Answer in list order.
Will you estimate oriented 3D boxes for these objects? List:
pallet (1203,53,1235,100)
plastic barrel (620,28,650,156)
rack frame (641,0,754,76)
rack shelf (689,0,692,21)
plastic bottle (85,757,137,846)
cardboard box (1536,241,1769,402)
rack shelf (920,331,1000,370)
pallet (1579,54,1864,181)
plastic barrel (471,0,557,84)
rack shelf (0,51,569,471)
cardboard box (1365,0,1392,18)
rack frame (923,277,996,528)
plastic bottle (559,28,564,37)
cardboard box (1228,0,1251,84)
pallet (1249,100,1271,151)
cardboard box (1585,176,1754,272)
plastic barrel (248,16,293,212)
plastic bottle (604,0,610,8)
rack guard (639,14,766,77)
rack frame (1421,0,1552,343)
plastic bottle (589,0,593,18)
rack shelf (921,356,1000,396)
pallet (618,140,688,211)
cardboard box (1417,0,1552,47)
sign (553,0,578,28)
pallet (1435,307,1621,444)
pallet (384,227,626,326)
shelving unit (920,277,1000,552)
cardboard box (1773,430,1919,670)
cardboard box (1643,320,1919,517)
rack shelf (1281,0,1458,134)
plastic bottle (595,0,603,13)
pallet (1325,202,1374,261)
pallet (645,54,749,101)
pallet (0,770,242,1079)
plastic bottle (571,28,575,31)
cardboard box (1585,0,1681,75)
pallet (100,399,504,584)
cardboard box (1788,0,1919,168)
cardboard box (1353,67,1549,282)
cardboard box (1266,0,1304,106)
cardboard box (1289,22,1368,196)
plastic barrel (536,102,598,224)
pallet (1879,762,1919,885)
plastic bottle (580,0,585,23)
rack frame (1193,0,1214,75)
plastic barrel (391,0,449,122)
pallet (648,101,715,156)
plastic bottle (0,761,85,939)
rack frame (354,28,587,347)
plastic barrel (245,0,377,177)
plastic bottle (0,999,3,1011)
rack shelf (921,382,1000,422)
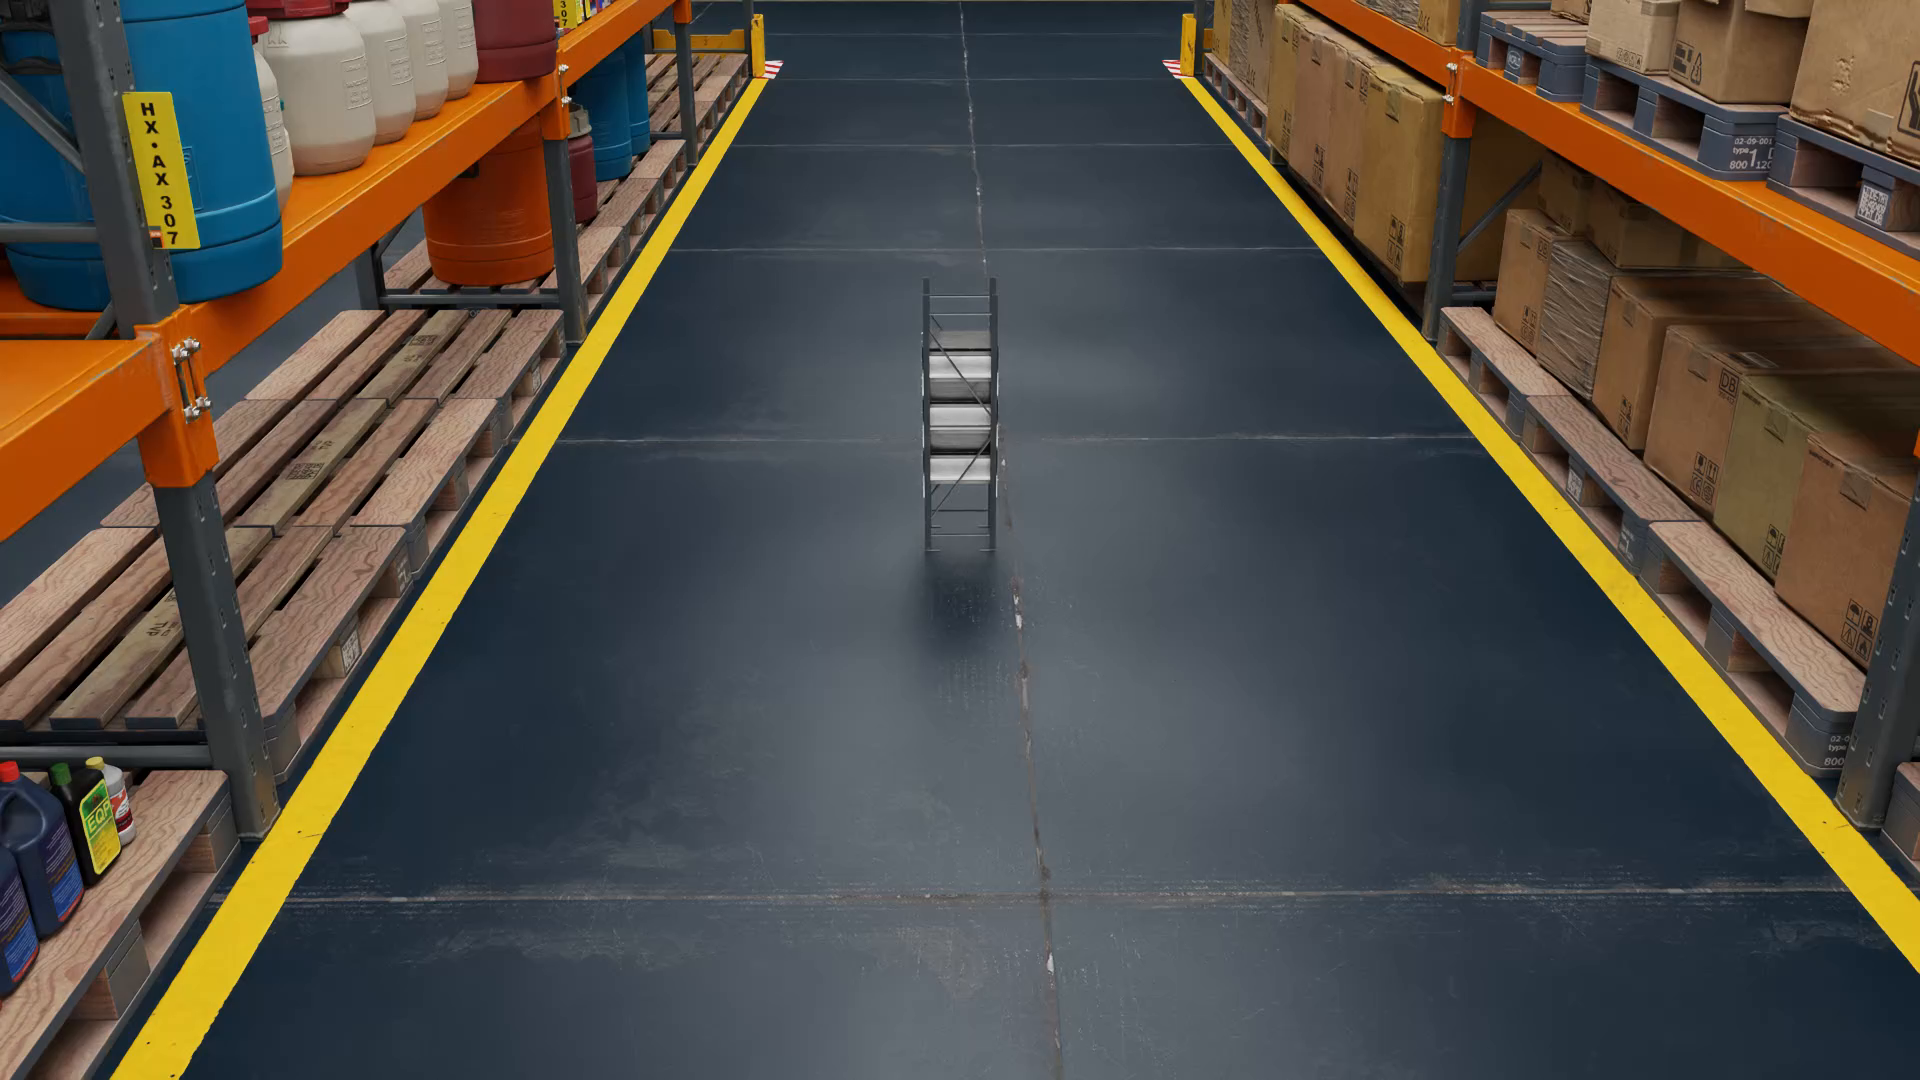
[{"bbox_3d":[2.690,-4.013,14.367,1.003,0.211,1.213,0,24,-1],"label":"pallet"},{"bbox_3d":[-2.317,-2.953,10.676,0.600,0.901,0.708,0,24,-1],"label":"plastic barrel"},{"bbox_3d":[-2.350,-5.590,14.471,1.000,3.000,0.127,0,24,-1],"label":"rack frame"},{"bbox_3d":[-2.328,-4.438,12.797,1.077,0.370,4.000,0,24,-1],"label":"rack shelf"},{"bbox_3d":[-1.903,0.577,3.696,0.097,0.201,0.097,0,24,0],"label":"plastic bottle"},{"bbox_3d":[2.736,-0.873,6.540,0.700,0.500,0.500,-2,24,-5],"label":"cardboard box"},{"bbox_3d":[0.000,-0.629,5.474,0.258,0.077,0.200,0,24,-1],"label":"rack shelf"},{"bbox_3d":[2.753,-1.413,5.467,1.003,0.211,1.213,0,24,-1],"label":"pallet"},{"bbox_3d":[-1.955,-2.166,6.734,0.600,0.536,0.708,0,24,-1],"label":"plastic barrel"},{"bbox_3d":[-2.241,-1.142,5.508,1.077,0.370,4.000,0,24,-1],"label":"rack shelf"},{"bbox_3d":[2.429,-2.983,8.585,0.500,0.500,0.500,-1,24,-2],"label":"cardboard box"},{"bbox_3d":[-0.001,-0.455,5.665,0.240,0.900,0.006,0,24,-1],"label":"rack frame"},{"bbox_3d":[-1.919,-2.471,7.815,0.097,0.201,0.097,0,24,0],"label":"plastic bottle"},{"bbox_3d":[2.700,-4.198,13.460,0.875,0.875,0.875,0,24,-1],"label":"cardboard box"},{"bbox_3d":[2.716,-3.008,12.144,1.003,0.211,1.213,0,24,-1],"label":"pallet"},{"bbox_3d":[2.743,-1.225,6.408,0.500,0.250,0.500,2,24,5],"label":"cardboard box"},{"bbox_3d":[-2.010,-1.103,4.383,0.433,0.535,0.433,0,24,0],"label":"plastic barrel"},{"bbox_3d":[-1.959,-2.989,8.868,0.152,0.276,0.135,0,24,-1],"label":"plastic bottle"},{"bbox_3d":[-2.363,-4.461,15.007,1.175,0.500,0.348,0,24,-1],"label":"rack guard"},{"bbox_3d":[2.690,-2.316,7.231,1.000,3.000,0.127,0,24,-1],"label":"rack frame"},{"bbox_3d":[-1.927,-2.804,8.465,0.097,0.271,0.097,0,24,0],"label":"plastic bottle"},{"bbox_3d":[0.000,-0.547,5.512,0.258,0.077,0.200,0,24,-1],"label":"rack shelf"},{"bbox_3d":[-2.339,-2.353,10.697,1.003,0.211,1.213,0,24,-1],"label":"pallet"},{"bbox_3d":[2.437,-2.564,7.658,0.500,0.500,0.500,0,24,1],"label":"cardboard box"},{"bbox_3d":[-1.712,-2.374,7.160,0.100,0.325,0.005,0,24,-1],"label":"sign"},{"bbox_3d":[2.697,-0.724,7.094,1.003,0.211,1.213,0,24,-1],"label":"pallet"},{"bbox_3d":[-2.313,-1.348,8.474,1.003,0.211,1.213,0,24,-1],"label":"pallet"},{"bbox_3d":[0.000,-0.413,5.572,0.258,0.900,0.210,0,24,-1],"label":"shelving unit"},{"bbox_3d":[2.749,0.018,4.571,0.700,0.500,0.500,-2,24,-5],"label":"cardboard box"},{"bbox_3d":[2.756,-0.410,5.515,0.700,0.500,0.500,-2,24,-5],"label":"cardboard box"},{"bbox_3d":[2.668,-2.812,9.201,1.077,0.370,4.000,0,24,-1],"label":"rack shelf"},{"bbox_3d":[-1.911,-2.897,8.657,0.061,0.283,0.133,0,24,-1],"label":"plastic bottle"},{"bbox_3d":[2.747,-1.872,9.633,1.003,0.211,1.213,0,24,-1],"label":"pallet"},{"bbox_3d":[-2.380,-3.980,14.293,1.003,0.211,1.213,0,24,-1],"label":"pallet"},{"bbox_3d":[-2.253,0.902,3.500,1.003,0.211,1.213,0,24,-1],"label":"pallet"},{"bbox_3d":[-1.949,-2.608,8.026,0.152,0.276,0.135,0,24,-1],"label":"plastic bottle"},{"bbox_3d":[2.478,-1.747,5.646,0.500,0.250,0.500,-1,24,-2],"label":"cardboard box"},{"bbox_3d":[-2.282,-0.202,5.941,1.003,0.211,1.213,0,24,-1],"label":"pallet"},{"bbox_3d":[2.865,-1.461,4.102,1.000,1.000,1.000,0,24,0],"label":"cardboard box"},{"bbox_3d":[2.703,-1.824,8.211,1.225,0.875,0.875,-1,24,-3],"label":"cardboard box"},{"bbox_3d":[2.719,-3.460,11.829,0.875,0.875,0.875,0,24,-1],"label":"cardboard box"},{"bbox_3d":[2.684,-2.556,9.830,1.225,0.875,0.875,-1,24,-2],"label":"cardboard box"},{"bbox_3d":[-2.297,-2.053,9.067,0.600,0.588,0.708,0,24,-1],"label":"plastic barrel"},{"bbox_3d":[2.776,0.879,3.550,1.003,0.211,1.213,0,24,-1],"label":"pallet"},{"bbox_3d":[-1.924,-2.677,8.269,0.097,0.201,0.097,0,24,0],"label":"plastic bottle"},{"bbox_3d":[2.603,-5.613,14.520,1.000,3.000,0.127,0,24,-1],"label":"rack frame"},{"bbox_3d":[-2.033,-1.748,5.840,0.421,0.512,0.421,0,24,0],"label":"plastic barrel"},{"bbox_3d":[-2.353,-2.974,12.070,1.003,0.211,1.213,0,24,-1],"label":"pallet"},{"bbox_3d":[-1.924,0.625,3.409,0.144,0.351,0.185,-1,24,-2],"label":"plastic bottle"},{"bbox_3d":[-2.263,-2.294,7.182,1.000,3.000,0.127,0,24,-1],"label":"rack frame"},{"bbox_3d":[-2.018,-1.405,5.052,0.433,0.535,0.433,0,24,0],"label":"plastic barrel"},{"bbox_3d":[-1.878,0.802,3.100,0.061,0.283,0.133,1,24,3],"label":"plastic bottle"},{"bbox_3d":[0.000,-0.465,5.549,0.258,0.077,0.200,0,24,-1],"label":"rack shelf"}]
